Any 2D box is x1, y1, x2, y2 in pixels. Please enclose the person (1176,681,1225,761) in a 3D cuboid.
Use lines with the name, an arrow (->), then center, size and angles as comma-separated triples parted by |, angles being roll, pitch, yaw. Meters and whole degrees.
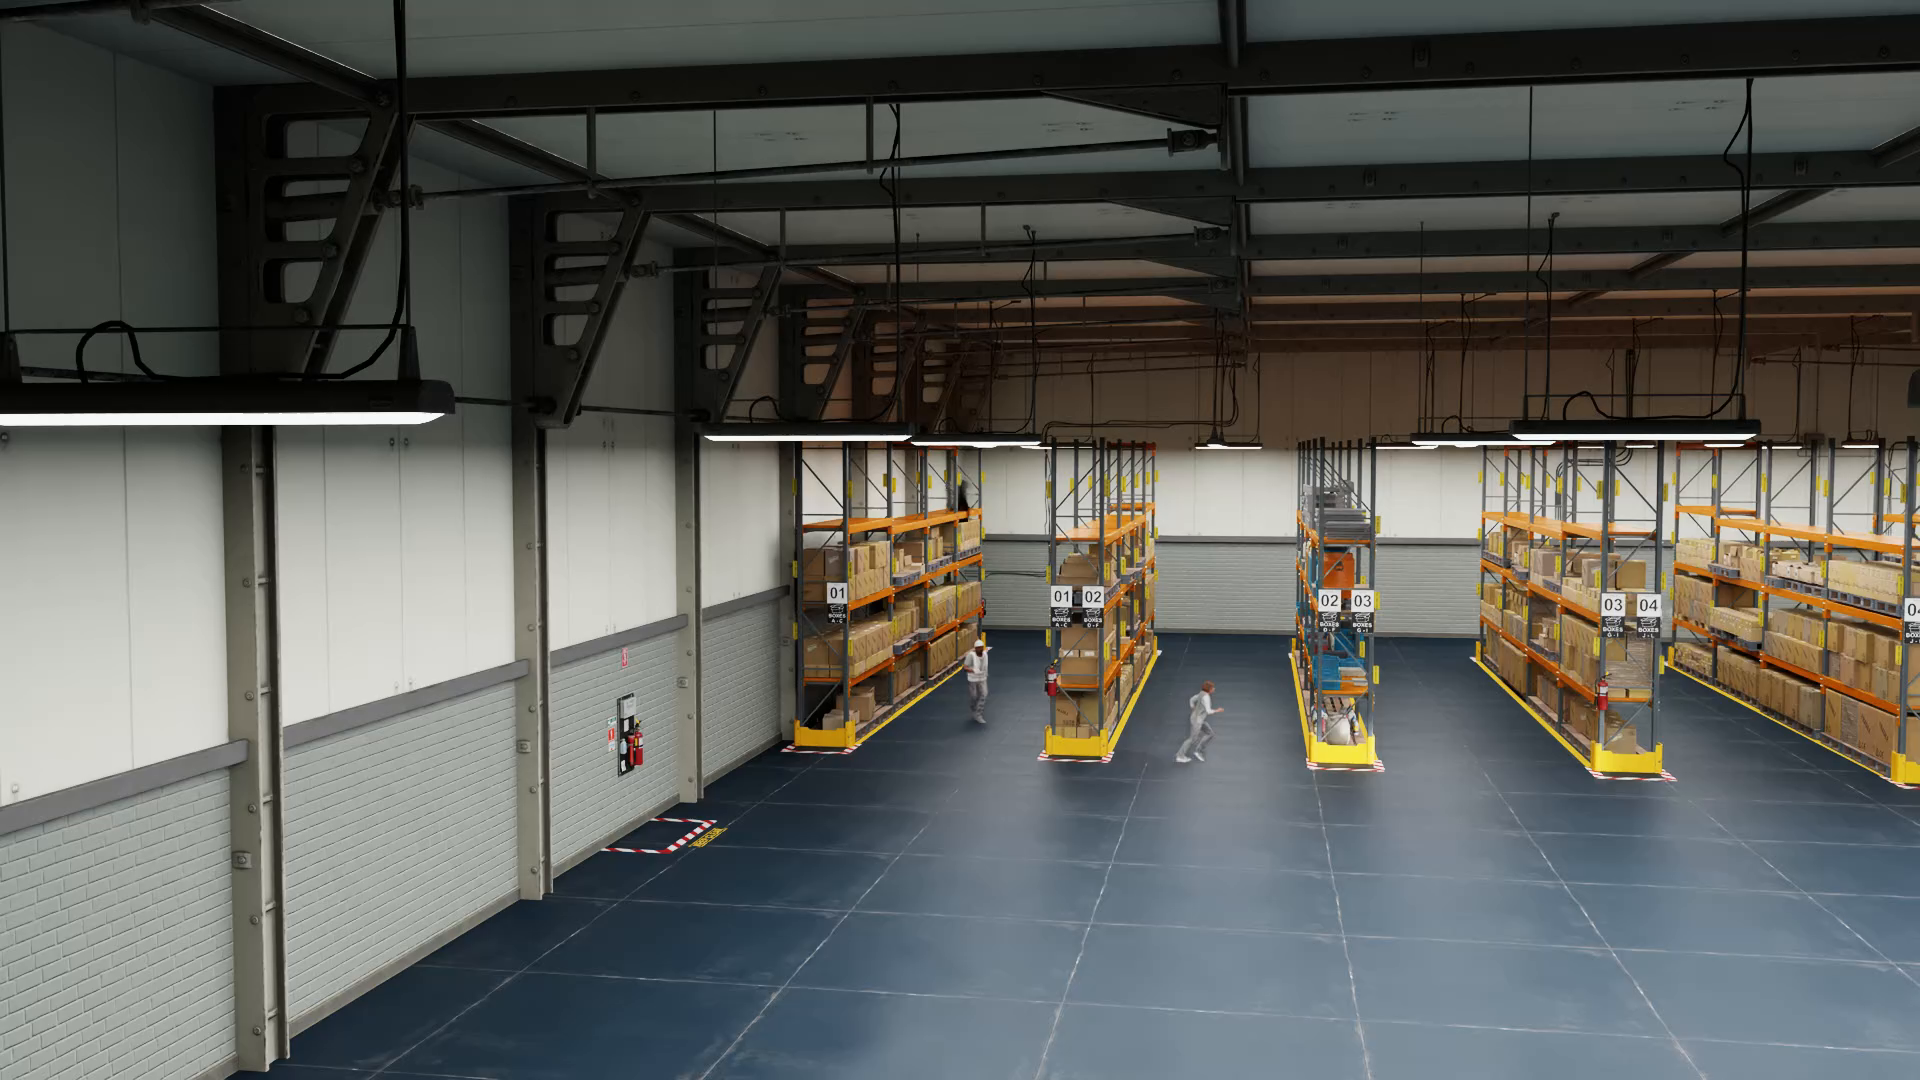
person -> 4.415, 3.338, 30.539 | 0.889, 1.522, 0.527 | 0, 3, 8

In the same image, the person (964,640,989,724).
person -> 0.314, 2.973, 35.229 | 0.638, 1.763, 0.850 | -1, 3, -20

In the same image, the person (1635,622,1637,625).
person -> 18.657, 2.496, 45.454 | 0.843, 1.692, 0.611 | -2, 3, -27

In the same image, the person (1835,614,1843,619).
person -> 21.961, 2.712, 41.443 | 0.716, 1.622, 0.927 | -1, 3, -22
